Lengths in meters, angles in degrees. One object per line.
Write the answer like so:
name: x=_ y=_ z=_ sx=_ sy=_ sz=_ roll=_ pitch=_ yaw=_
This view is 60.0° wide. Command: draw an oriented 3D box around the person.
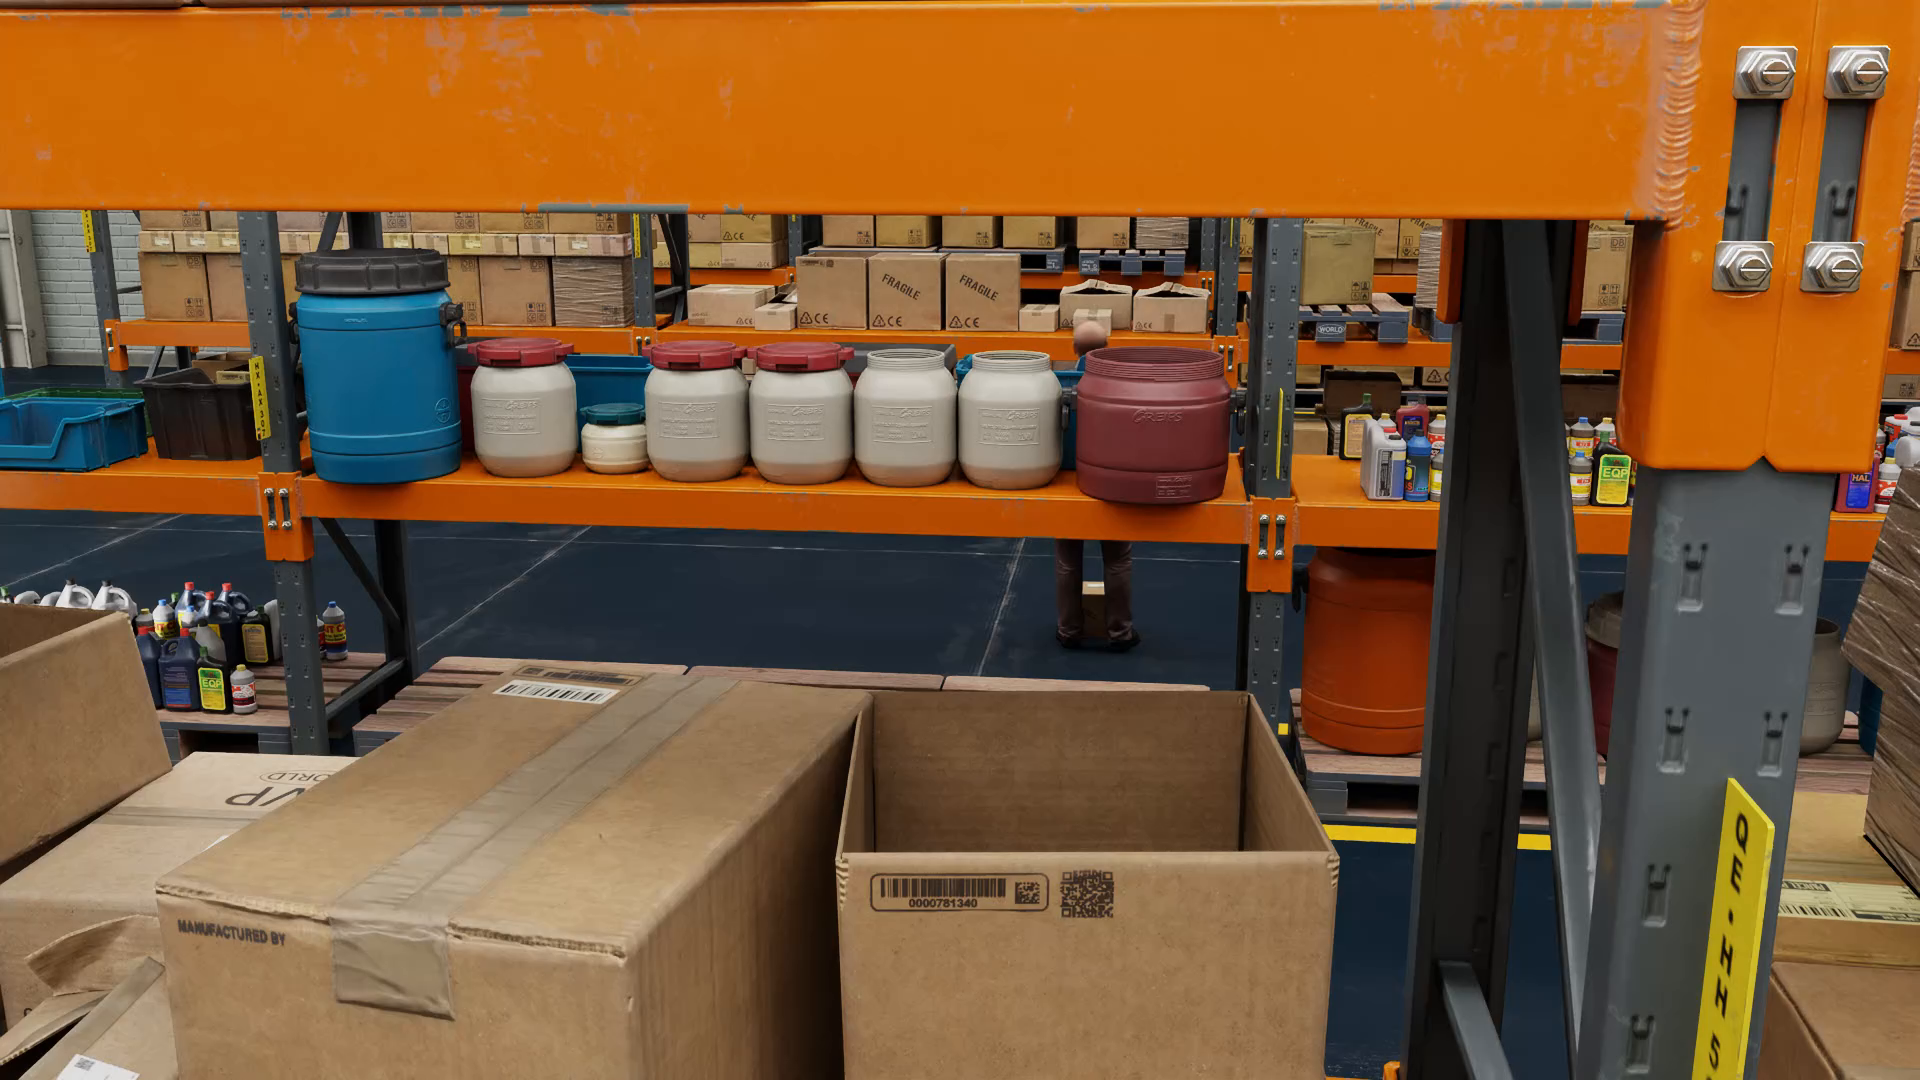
person: x=0.680 y=-0.270 z=8.656 sx=0.580 sy=1.721 sz=0.460 roll=2 pitch=14 yaw=7
